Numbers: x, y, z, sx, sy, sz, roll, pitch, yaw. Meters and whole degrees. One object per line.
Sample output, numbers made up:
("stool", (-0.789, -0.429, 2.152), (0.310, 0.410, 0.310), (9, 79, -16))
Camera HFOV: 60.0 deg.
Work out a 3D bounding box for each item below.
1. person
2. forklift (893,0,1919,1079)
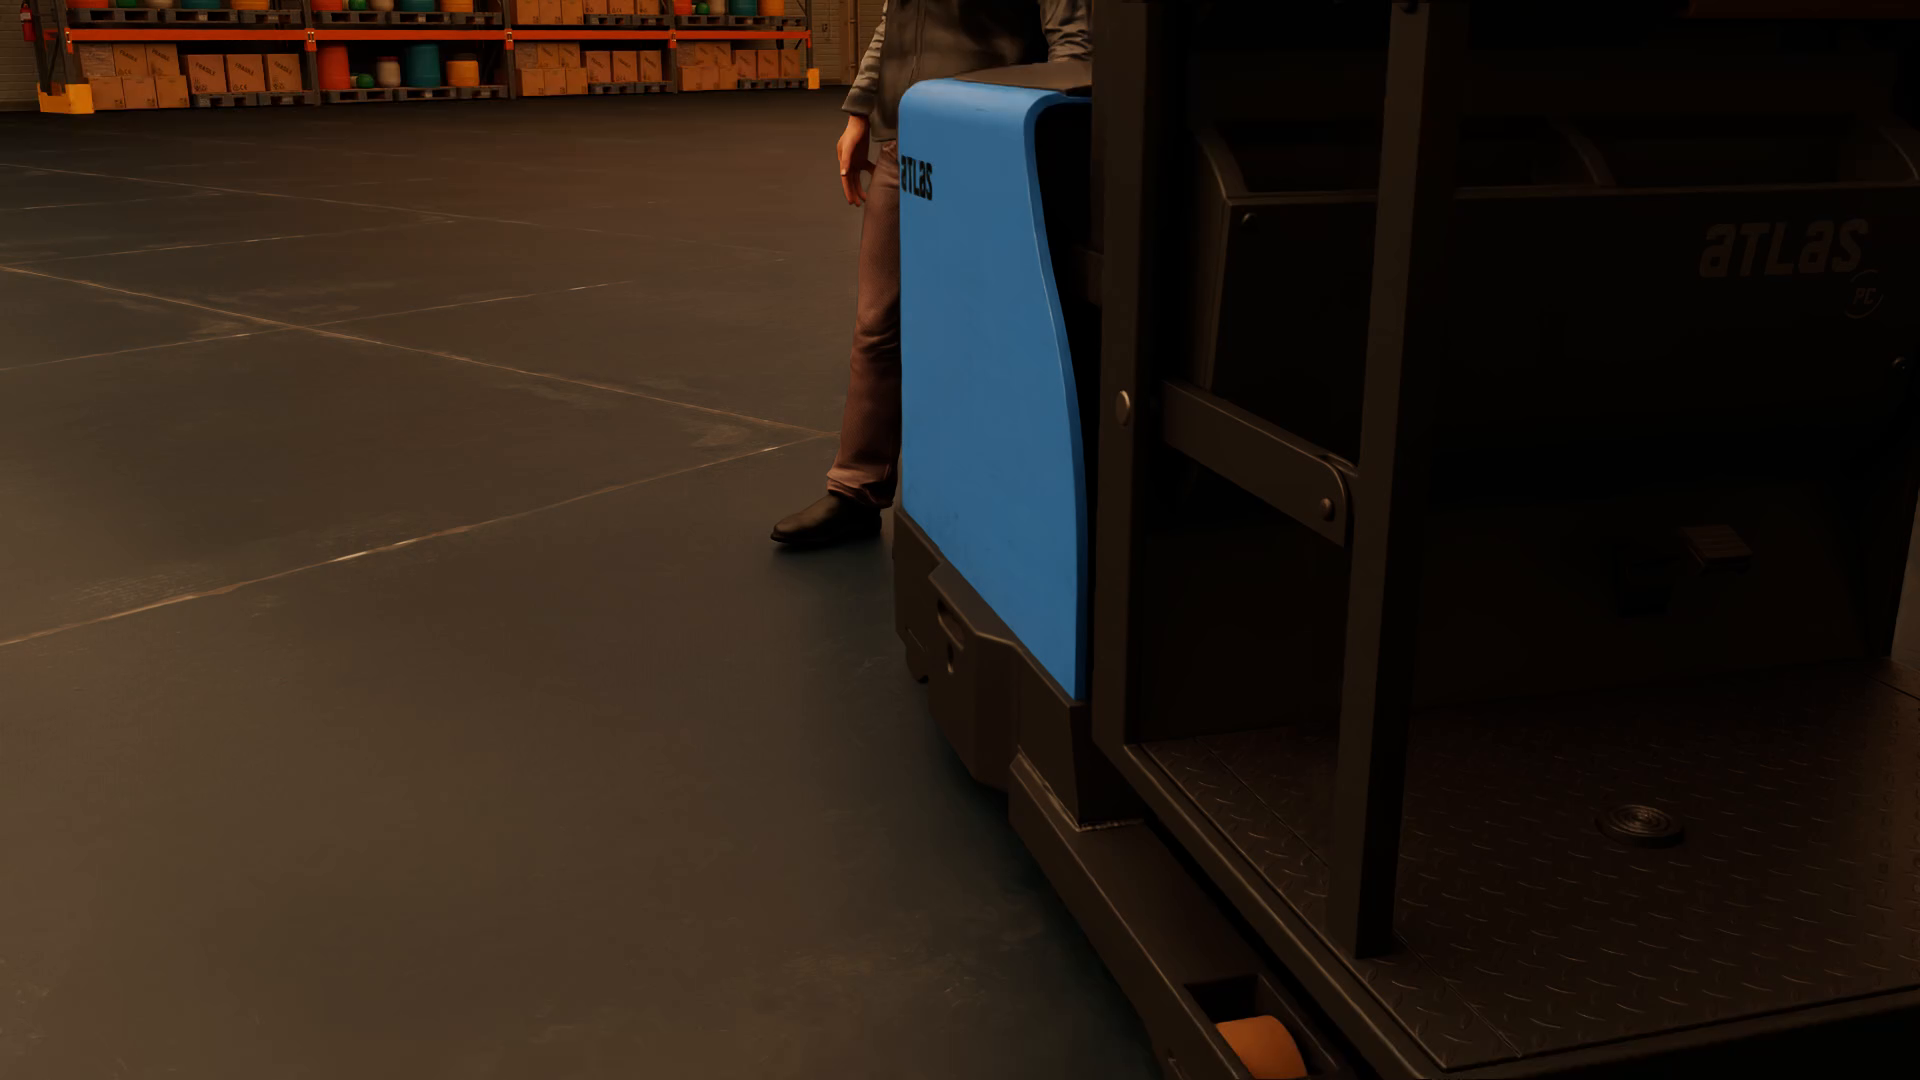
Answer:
("person", (-0.046, -0.818, 3.649), (0.632, 1.720, 0.568), (13, 21, 37))
("forklift", (0.763, -0.806, 1.552), (1.130, 2.935, 3.031), (-5, 17, -15))
